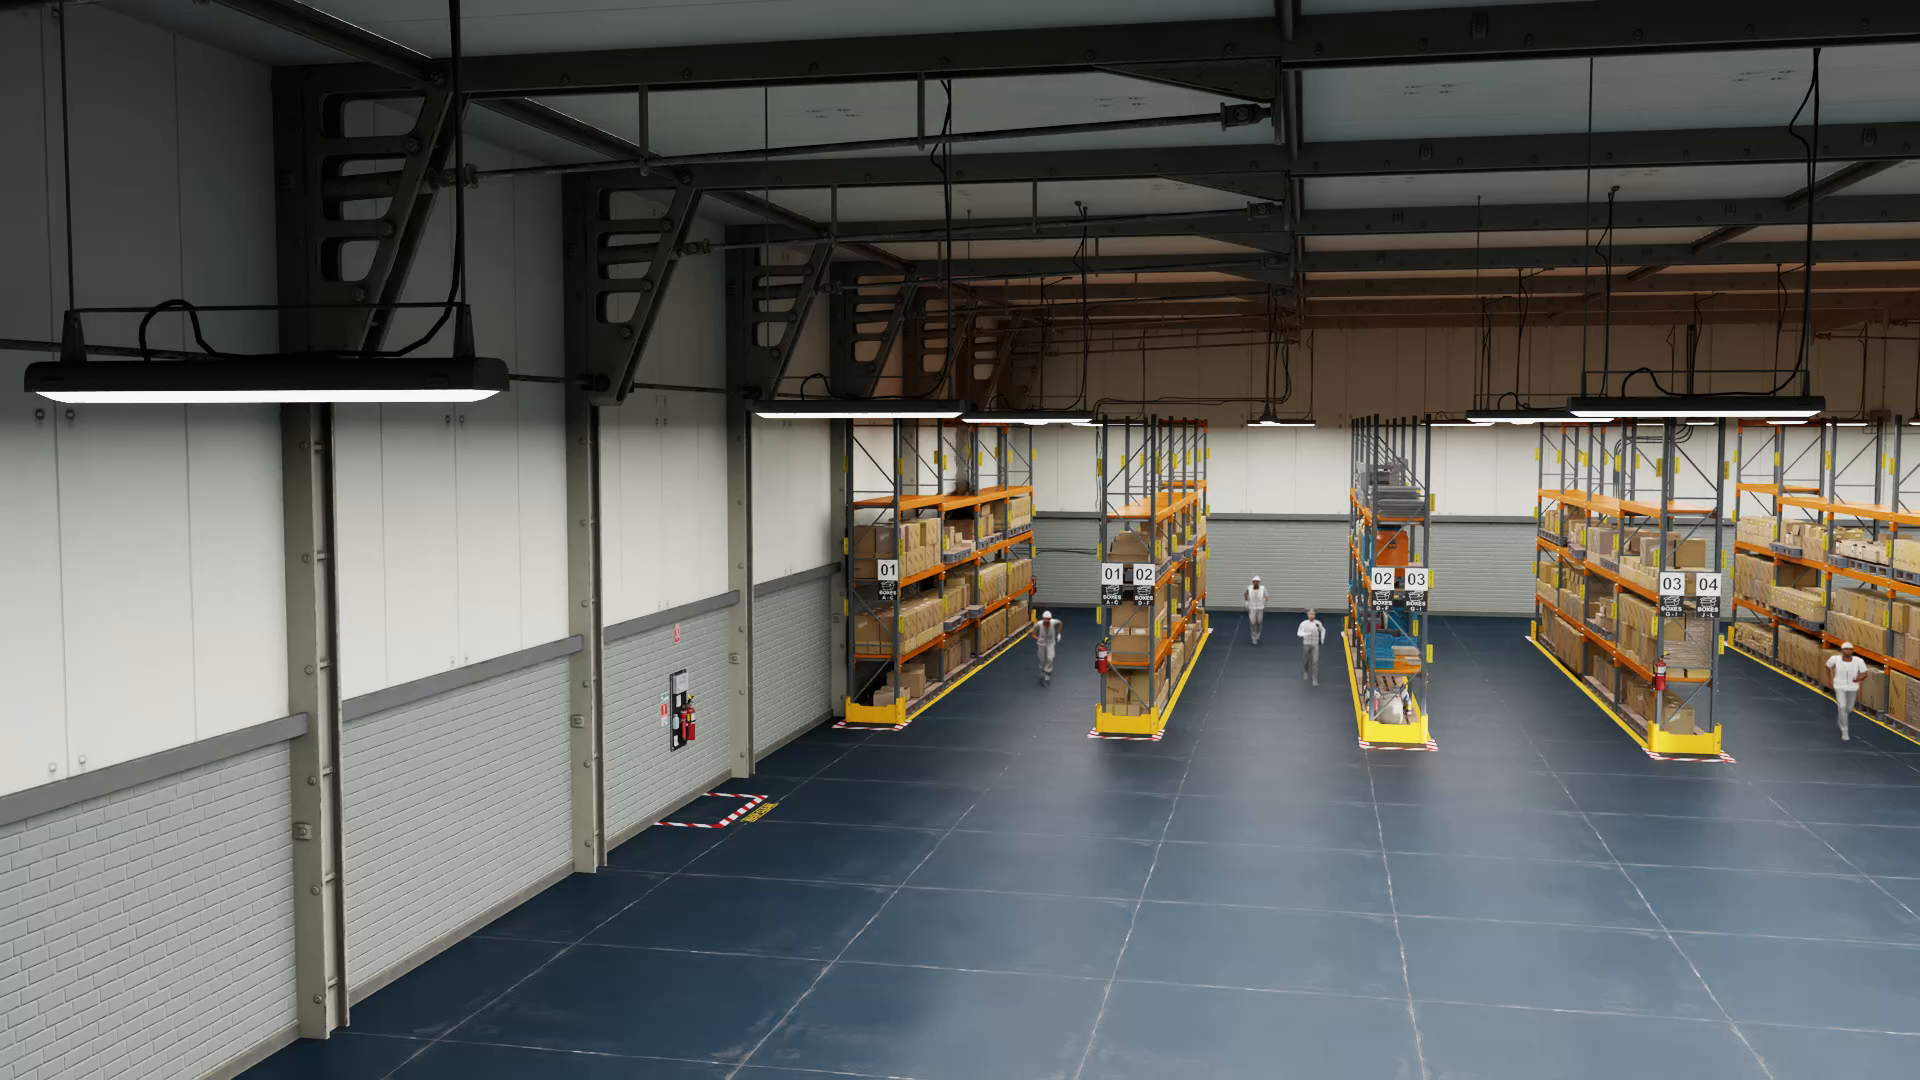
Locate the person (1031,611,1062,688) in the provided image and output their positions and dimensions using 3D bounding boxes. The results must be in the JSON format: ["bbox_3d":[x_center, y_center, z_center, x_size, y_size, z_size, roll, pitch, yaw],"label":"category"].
[{"bbox_3d":[1.928,2.420,37.296,0.706,1.732,1.048,0,4,-3],"label":"person"}]

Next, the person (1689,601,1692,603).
[{"bbox_3d":[19.395,1.992,44.759,0.556,1.501,0.616,-4,5,-44],"label":"person"}]

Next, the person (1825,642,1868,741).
[{"bbox_3d":[16.537,2.783,30.998,0.662,1.782,1.137,1,4,13],"label":"person"}]

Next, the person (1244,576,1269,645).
[{"bbox_3d":[7.958,1.867,44.635,0.623,1.817,0.929,0,4,3],"label":"person"}]

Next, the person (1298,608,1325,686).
[{"bbox_3d":[7.899,2.370,37.370,0.615,1.696,0.913,1,4,9],"label":"person"}]
